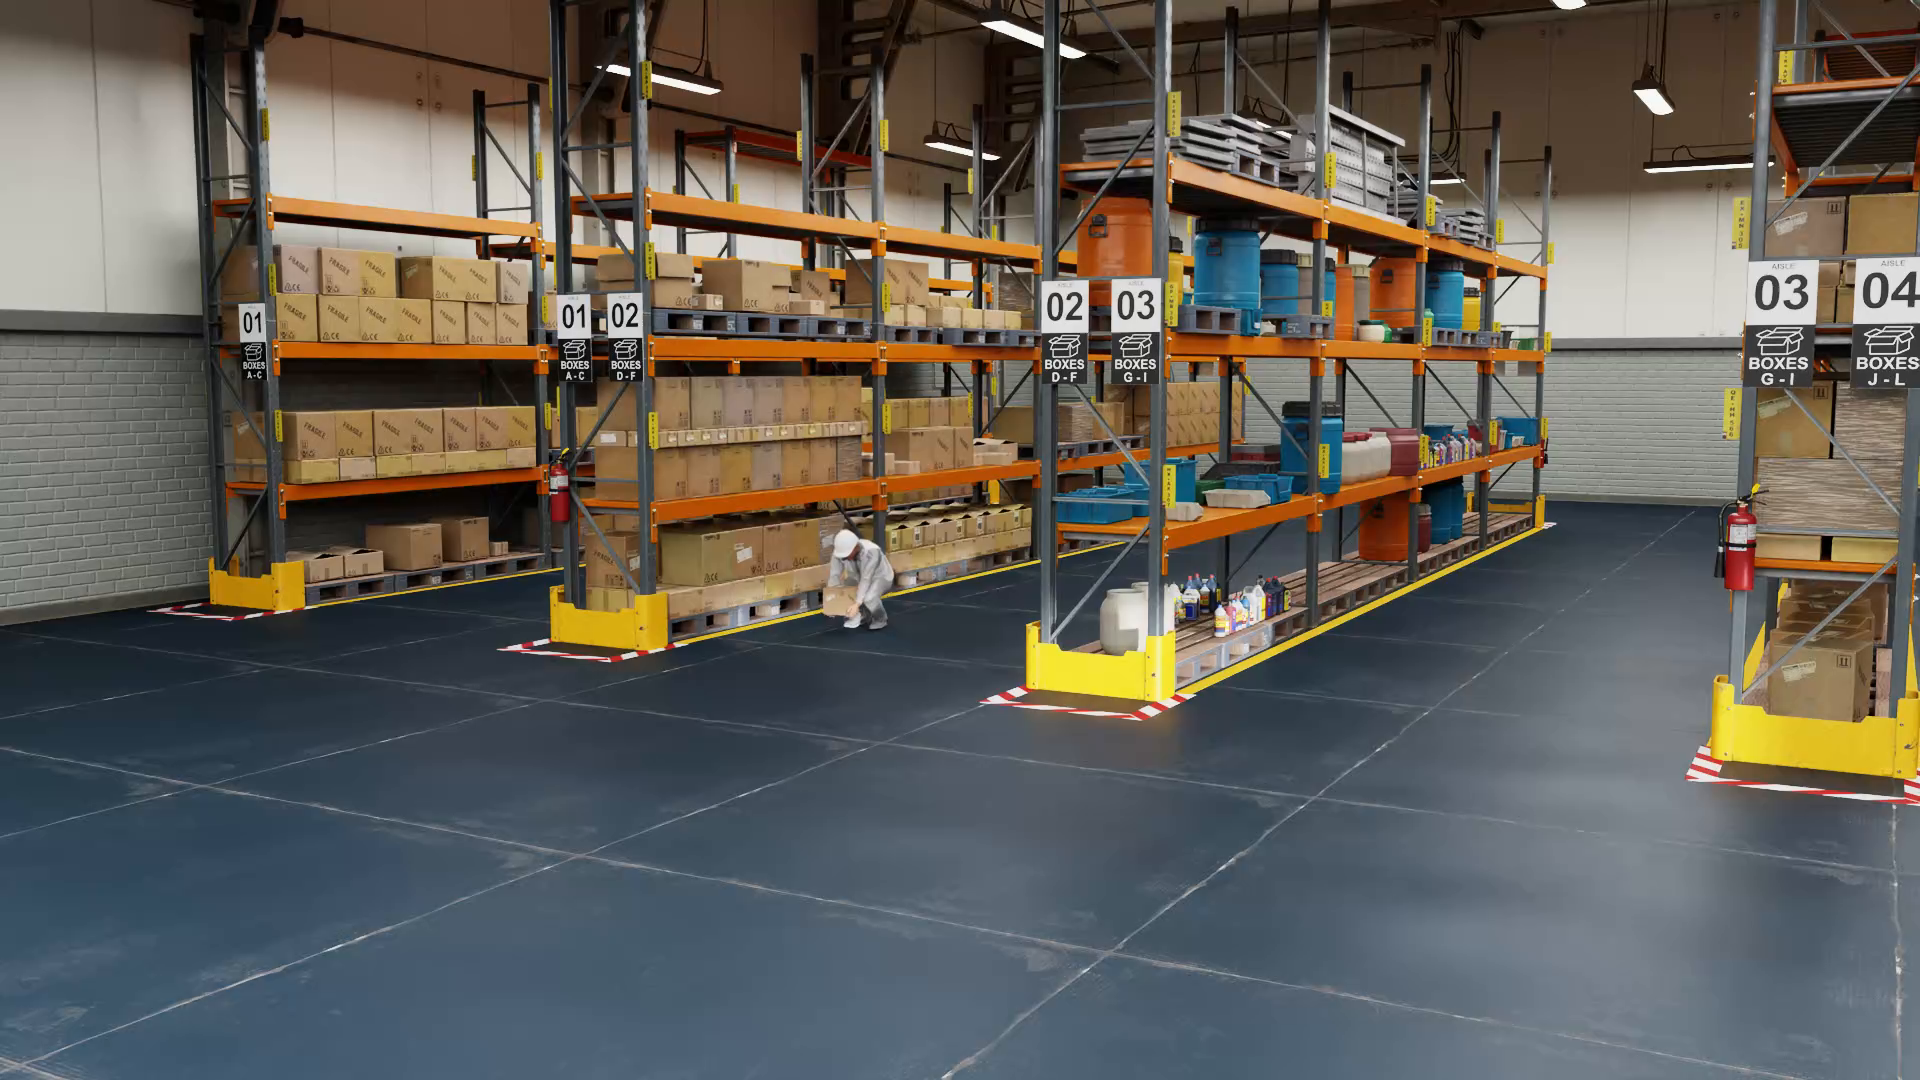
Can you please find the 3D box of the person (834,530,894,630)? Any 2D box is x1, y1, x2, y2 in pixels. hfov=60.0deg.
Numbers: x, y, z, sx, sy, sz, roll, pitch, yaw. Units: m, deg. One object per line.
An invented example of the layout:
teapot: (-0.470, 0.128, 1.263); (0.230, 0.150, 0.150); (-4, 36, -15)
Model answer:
person: (-0.974, 0.373, 16.159); (0.491, 1.011, 0.880); (3, 7, 27)
